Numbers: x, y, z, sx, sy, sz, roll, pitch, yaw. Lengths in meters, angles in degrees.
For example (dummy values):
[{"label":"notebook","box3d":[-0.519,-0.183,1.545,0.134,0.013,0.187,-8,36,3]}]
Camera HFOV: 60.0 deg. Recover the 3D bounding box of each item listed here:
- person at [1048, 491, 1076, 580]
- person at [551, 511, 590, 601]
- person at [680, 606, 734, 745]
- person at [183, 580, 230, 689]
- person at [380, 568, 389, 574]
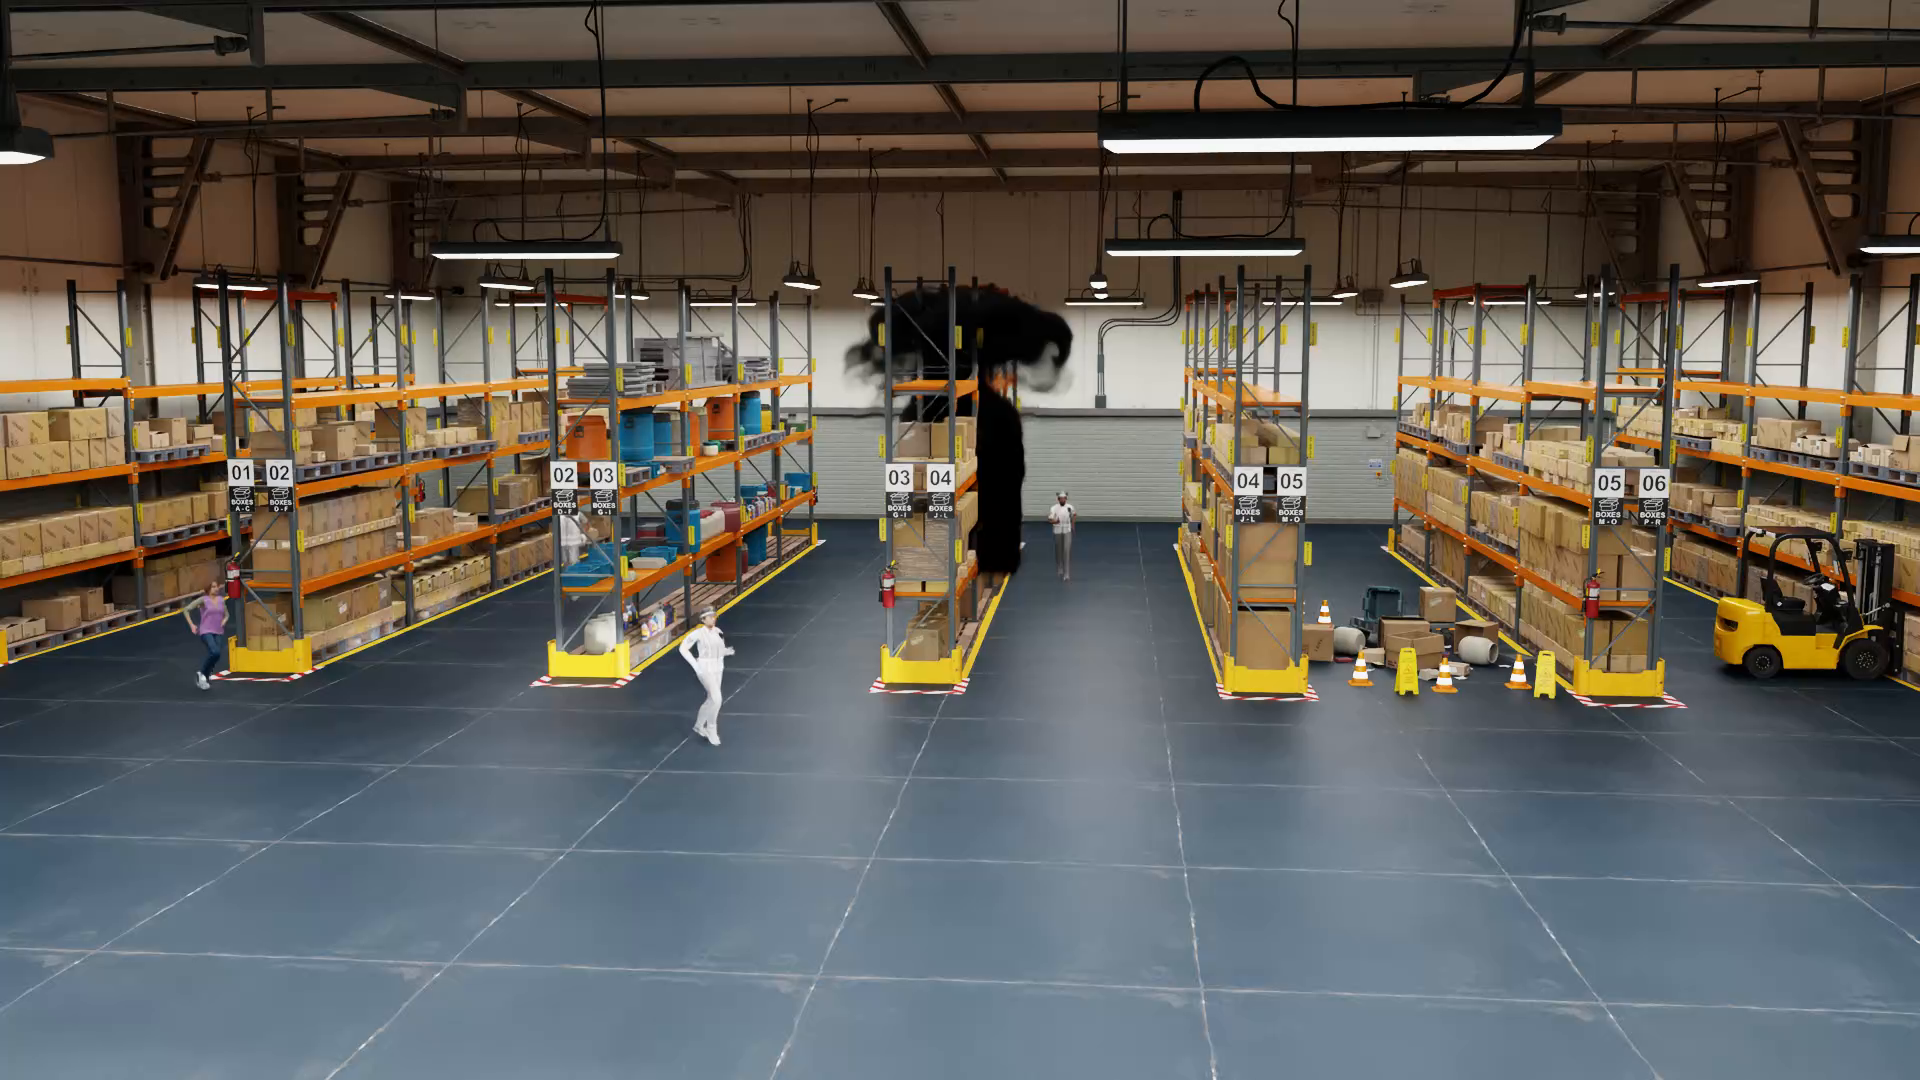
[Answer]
[{"label":"person","box3d":[2.012,-0.114,32.716,0.576,1.732,0.829,0,7,1]},{"label":"person","box3d":[-7.168,0.158,30.492,0.653,1.890,0.732,0,7,3]},{"label":"person","box3d":[-3.093,1.671,20.628,0.677,1.738,0.592,5,8,34]},{"label":"person","box3d":[-10.694,1.350,23.786,0.544,1.550,0.555,3,8,26]},{"label":"person","box3d":[-11.586,0.071,33.331,0.641,1.820,0.740,0,7,0]}]
